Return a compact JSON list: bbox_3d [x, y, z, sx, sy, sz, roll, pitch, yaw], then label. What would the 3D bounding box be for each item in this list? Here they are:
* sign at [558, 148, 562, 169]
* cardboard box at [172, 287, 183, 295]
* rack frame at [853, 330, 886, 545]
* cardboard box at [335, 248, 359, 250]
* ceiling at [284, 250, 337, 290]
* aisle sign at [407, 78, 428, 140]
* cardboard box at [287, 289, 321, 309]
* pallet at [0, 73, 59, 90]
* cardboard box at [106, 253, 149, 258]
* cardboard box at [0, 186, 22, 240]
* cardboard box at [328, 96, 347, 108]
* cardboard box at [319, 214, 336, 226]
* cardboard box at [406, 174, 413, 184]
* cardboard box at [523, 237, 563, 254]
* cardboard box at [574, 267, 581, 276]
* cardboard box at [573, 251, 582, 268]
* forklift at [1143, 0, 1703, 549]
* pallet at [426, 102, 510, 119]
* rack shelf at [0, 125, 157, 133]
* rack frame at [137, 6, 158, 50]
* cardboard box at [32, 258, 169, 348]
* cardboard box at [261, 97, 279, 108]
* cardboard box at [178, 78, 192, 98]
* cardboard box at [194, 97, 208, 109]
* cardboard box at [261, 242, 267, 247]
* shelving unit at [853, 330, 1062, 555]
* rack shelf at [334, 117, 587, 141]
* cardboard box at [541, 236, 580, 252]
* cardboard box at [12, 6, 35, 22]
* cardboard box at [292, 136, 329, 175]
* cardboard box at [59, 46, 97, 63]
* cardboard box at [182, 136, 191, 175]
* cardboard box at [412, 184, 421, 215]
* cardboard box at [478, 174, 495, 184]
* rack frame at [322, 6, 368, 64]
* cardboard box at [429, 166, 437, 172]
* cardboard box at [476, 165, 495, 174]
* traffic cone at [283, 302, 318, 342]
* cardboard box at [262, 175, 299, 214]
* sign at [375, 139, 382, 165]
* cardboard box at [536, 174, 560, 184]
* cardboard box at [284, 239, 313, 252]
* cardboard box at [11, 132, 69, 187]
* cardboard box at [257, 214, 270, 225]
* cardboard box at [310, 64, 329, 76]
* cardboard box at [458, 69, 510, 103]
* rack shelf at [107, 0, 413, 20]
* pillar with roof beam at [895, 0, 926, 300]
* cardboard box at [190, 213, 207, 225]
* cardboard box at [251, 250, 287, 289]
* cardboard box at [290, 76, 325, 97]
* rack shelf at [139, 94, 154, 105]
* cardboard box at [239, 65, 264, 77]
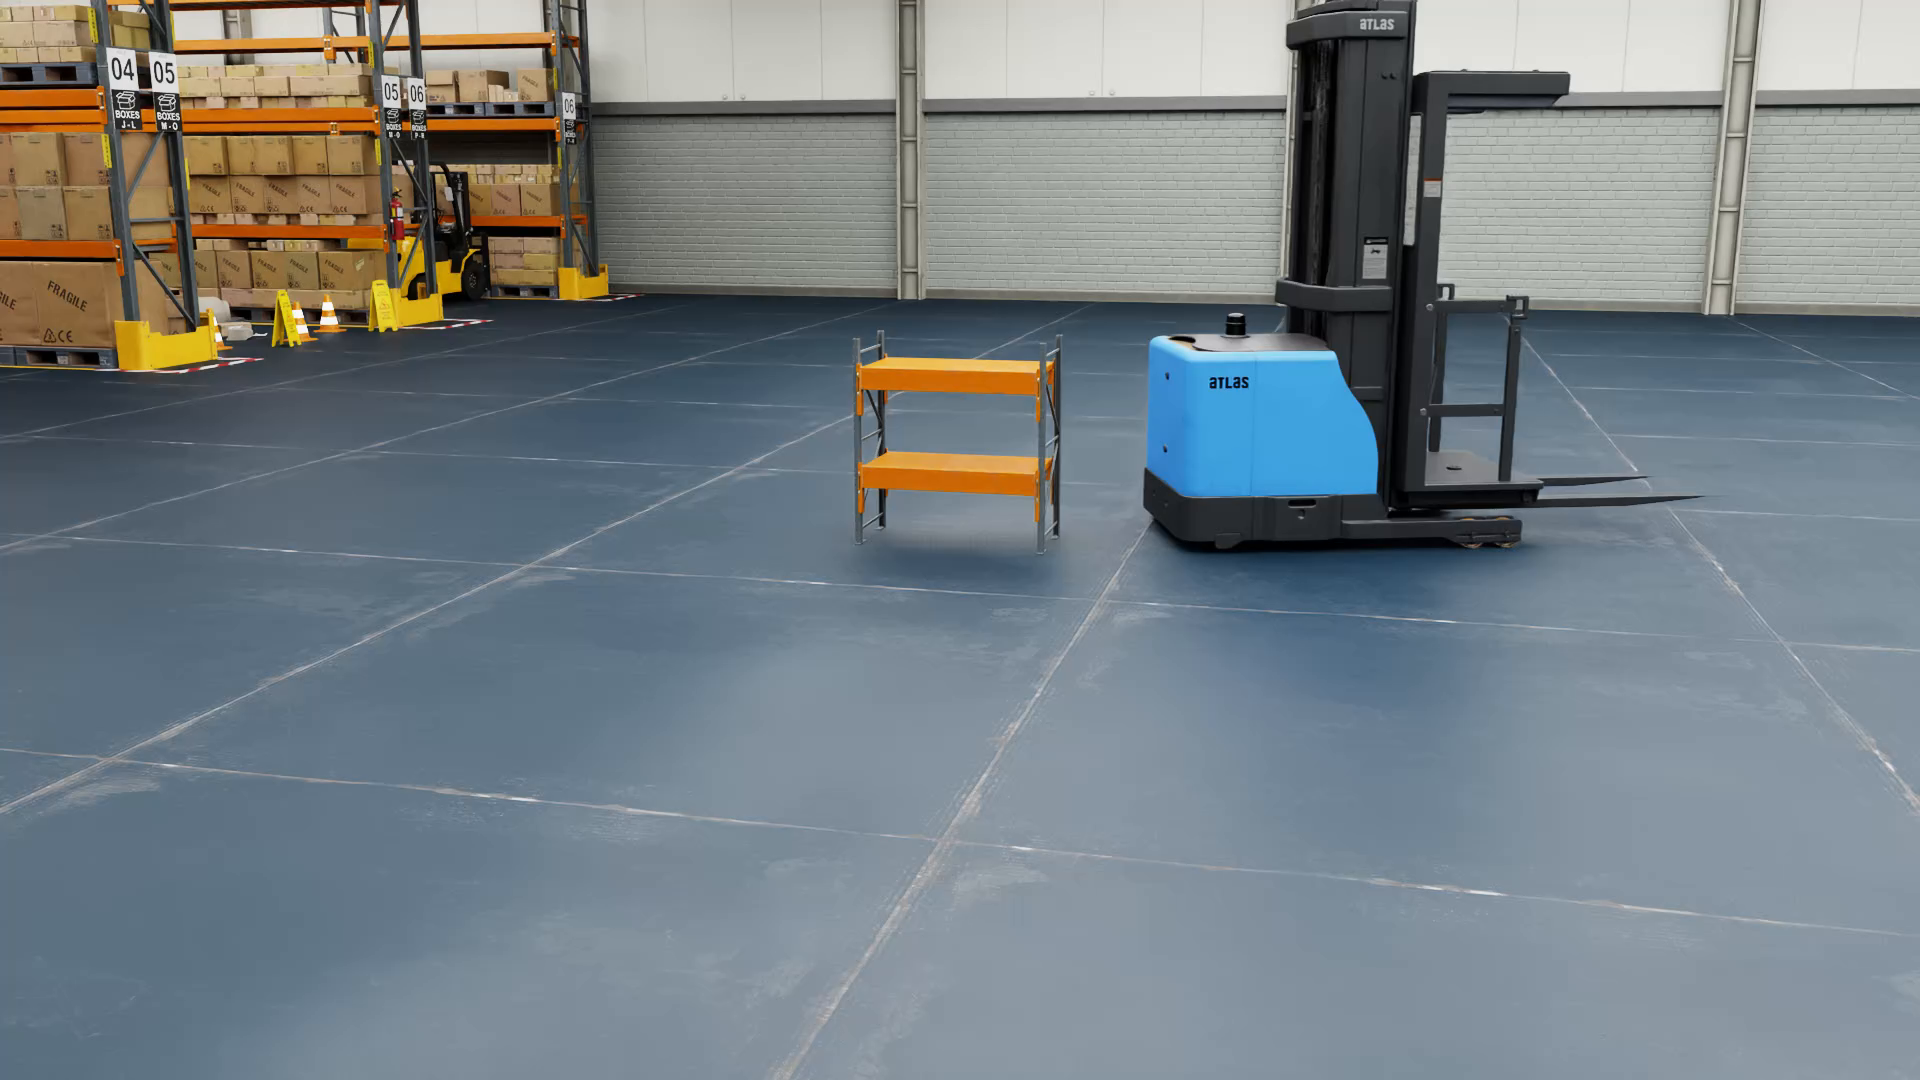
[{"bbox_3d":[-6.282,-5.992,26.095,0.005,0.325,0.100,3,13,14],"label":"sign"},{"bbox_3d":[-10.699,-3.363,22.845,0.500,0.250,0.500,2,13,11],"label":"cardboard box"},{"bbox_3d":[-0.500,-0.576,9.232,0.032,1.125,0.500,3,13,14],"label":"rack frame"},{"bbox_3d":[-8.573,-3.736,22.796,0.500,0.500,0.500,3,13,11],"label":"cardboard box"},{"bbox_3d":[-8.672,-3.622,22.282,0.518,0.500,0.518,3,13,14],"label":"ceiling"},{"bbox_3d":[-7.189,-5.711,22.049,0.004,0.787,0.394,3,13,14],"label":"aisle sign"},{"bbox_3d":[-8.674,-3.257,22.366,0.500,0.250,0.500,3,13,14],"label":"cardboard box"},{"bbox_3d":[-10.323,-4.854,17.468,1.213,0.211,1.003,3,13,14],"label":"pallet"},{"bbox_3d":[-14.367,-4.801,28.749,0.500,0.500,0.500,3,13,15],"label":"cardboard box"},{"bbox_3d":[-9.836,-3.496,17.722,0.550,0.550,0.875,3,13,14],"label":"cardboard box"},{"bbox_3d":[-7.987,-5.688,21.599,0.250,0.149,0.380,3,13,14],"label":"cardboard box"},{"bbox_3d":[-8.254,-4.240,21.998,0.250,0.149,0.380,3,13,13],"label":"cardboard box"},{"bbox_3d":[-8.788,-5.862,27.003,0.250,0.149,0.380,3,13,13],"label":"cardboard box"},{"bbox_3d":[-6.660,-4.733,26.713,0.500,0.250,0.500,4,13,15],"label":"cardboard box"},{"bbox_3d":[-6.568,-4.353,27.309,0.500,0.250,0.500,3,13,14],"label":"cardboard box"},{"bbox_3d":[-6.545,-4.599,27.262,0.500,0.250,0.500,3,13,15],"label":"cardboard box"},{"bbox_3d":[2.629,-1.497,9.215,3.031,2.935,1.130,-1,13,-6],"label":"forklift"},{"bbox_3d":[-8.007,-6.950,26.915,1.213,0.211,1.003,3,13,14],"label":"pallet"},{"bbox_3d":[-15.847,-7.056,28.849,4.000,0.370,1.077,3,13,14],"label":"rack shelf"},{"bbox_3d":[-11.207,-7.517,22.337,0.127,3.000,1.000,3,13,14],"label":"rack frame"},{"bbox_3d":[-9.086,-2.523,17.617,0.875,0.875,0.875,3,13,14],"label":"cardboard box"},{"bbox_3d":[-8.974,-5.754,21.898,0.250,0.149,0.380,3,13,12],"label":"cardboard box"},{"bbox_3d":[-10.343,-6.019,22.172,0.500,0.250,0.500,3,13,13],"label":"cardboard box"},{"bbox_3d":[-9.965,-5.809,22.147,0.250,0.149,0.380,3,13,12],"label":"cardboard box"},{"bbox_3d":[-11.282,-4.744,28.204,0.625,0.625,0.875,3,13,13],"label":"cardboard box"},{"bbox_3d":[-0.007,-0.550,9.113,1.048,1.125,0.538,3,13,14],"label":"shelving unit"},{"bbox_3d":[-8.080,-6.641,26.978,4.000,0.370,1.077,3,13,14],"label":"rack shelf"},{"bbox_3d":[-6.559,-4.840,27.193,0.500,0.250,0.500,3,13,13],"label":"cardboard box"},{"bbox_3d":[-9.311,-5.292,16.772,0.250,0.149,0.380,3,13,14],"label":"cardboard box"},{"bbox_3d":[-8.362,-5.071,21.938,0.500,0.500,0.700,3,13,14],"label":"cardboard box"},{"bbox_3d":[-8.816,-4.876,16.738,0.250,0.149,0.380,3,13,13],"label":"cardboard box"},{"bbox_3d":[-10.341,-5.170,22.387,0.500,0.500,0.700,3,13,14],"label":"cardboard box"},{"bbox_3d":[-8.652,-5.553,27.107,0.500,0.500,0.500,3,13,13],"label":"cardboard box"},{"bbox_3d":[-7.543,-5.801,26.728,0.250,0.149,0.380,3,13,12],"label":"cardboard box"},{"bbox_3d":[-10.022,-8.561,27.043,0.127,3.000,1.000,3,13,14],"label":"rack frame"},{"bbox_3d":[-8.514,-6.013,26.997,0.250,0.149,0.380,3,13,13],"label":"cardboard box"},{"bbox_3d":[-7.547,-5.942,26.676,0.250,0.149,0.380,3,13,15],"label":"cardboard box"},{"bbox_3d":[-7.986,-2.642,20.072,0.334,0.463,0.336,3,13,14],"label":"traffic cone"},{"bbox_3d":[-8.887,-4.598,22.116,0.500,0.500,0.500,3,13,13],"label":"cardboard box"},{"bbox_3d":[-7.476,-4.984,21.370,0.005,0.325,0.100,3,13,14],"label":"sign"},{"bbox_3d":[-6.542,-5.749,26.491,0.250,0.149,0.380,3,13,14],"label":"cardboard box"},{"bbox_3d":[-8.780,-3.931,22.176,0.250,0.149,0.380,3,13,14],"label":"cardboard box"},{"bbox_3d":[-9.319,-3.971,17.367,0.550,0.550,0.875,3,13,14],"label":"cardboard box"},{"bbox_3d":[-9.218,-4.315,22.339,0.250,0.149,0.380,3,13,14],"label":"cardboard box"},{"bbox_3d":[-8.216,-6.098,21.606,0.250,0.149,0.380,3,13,13],"label":"cardboard box"},{"bbox_3d":[-7.597,-7.237,26.572,0.500,0.500,0.700,3,13,14],"label":"cardboard box"},{"bbox_3d":[-9.266,-7.060,21.948,4.000,0.370,1.077,3,13,14],"label":"rack shelf"},{"bbox_3d":[-1.804,-7.362,21.640,0.400,9.000,9.100,3,13,14],"label":"pillar with roof beam"},{"bbox_3d":[-10.224,-4.352,22.502,0.250,0.149,0.380,3,13,15],"label":"cardboard box"},{"bbox_3d":[-9.160,-3.650,22.406,0.500,0.500,0.500,3,13,12],"label":"cardboard box"},{"bbox_3d":[-8.370,-5.916,21.706,0.500,0.250,0.500,3,13,13],"label":"cardboard box"},{"bbox_3d":[-10.353,-4.646,17.536,3.809,0.124,0.919,3,13,14],"label":"rack shelf"},{"bbox_3d":[-9.220,-6.139,21.793,0.250,0.149,0.380,3,13,15],"label":"cardboard box"}]
